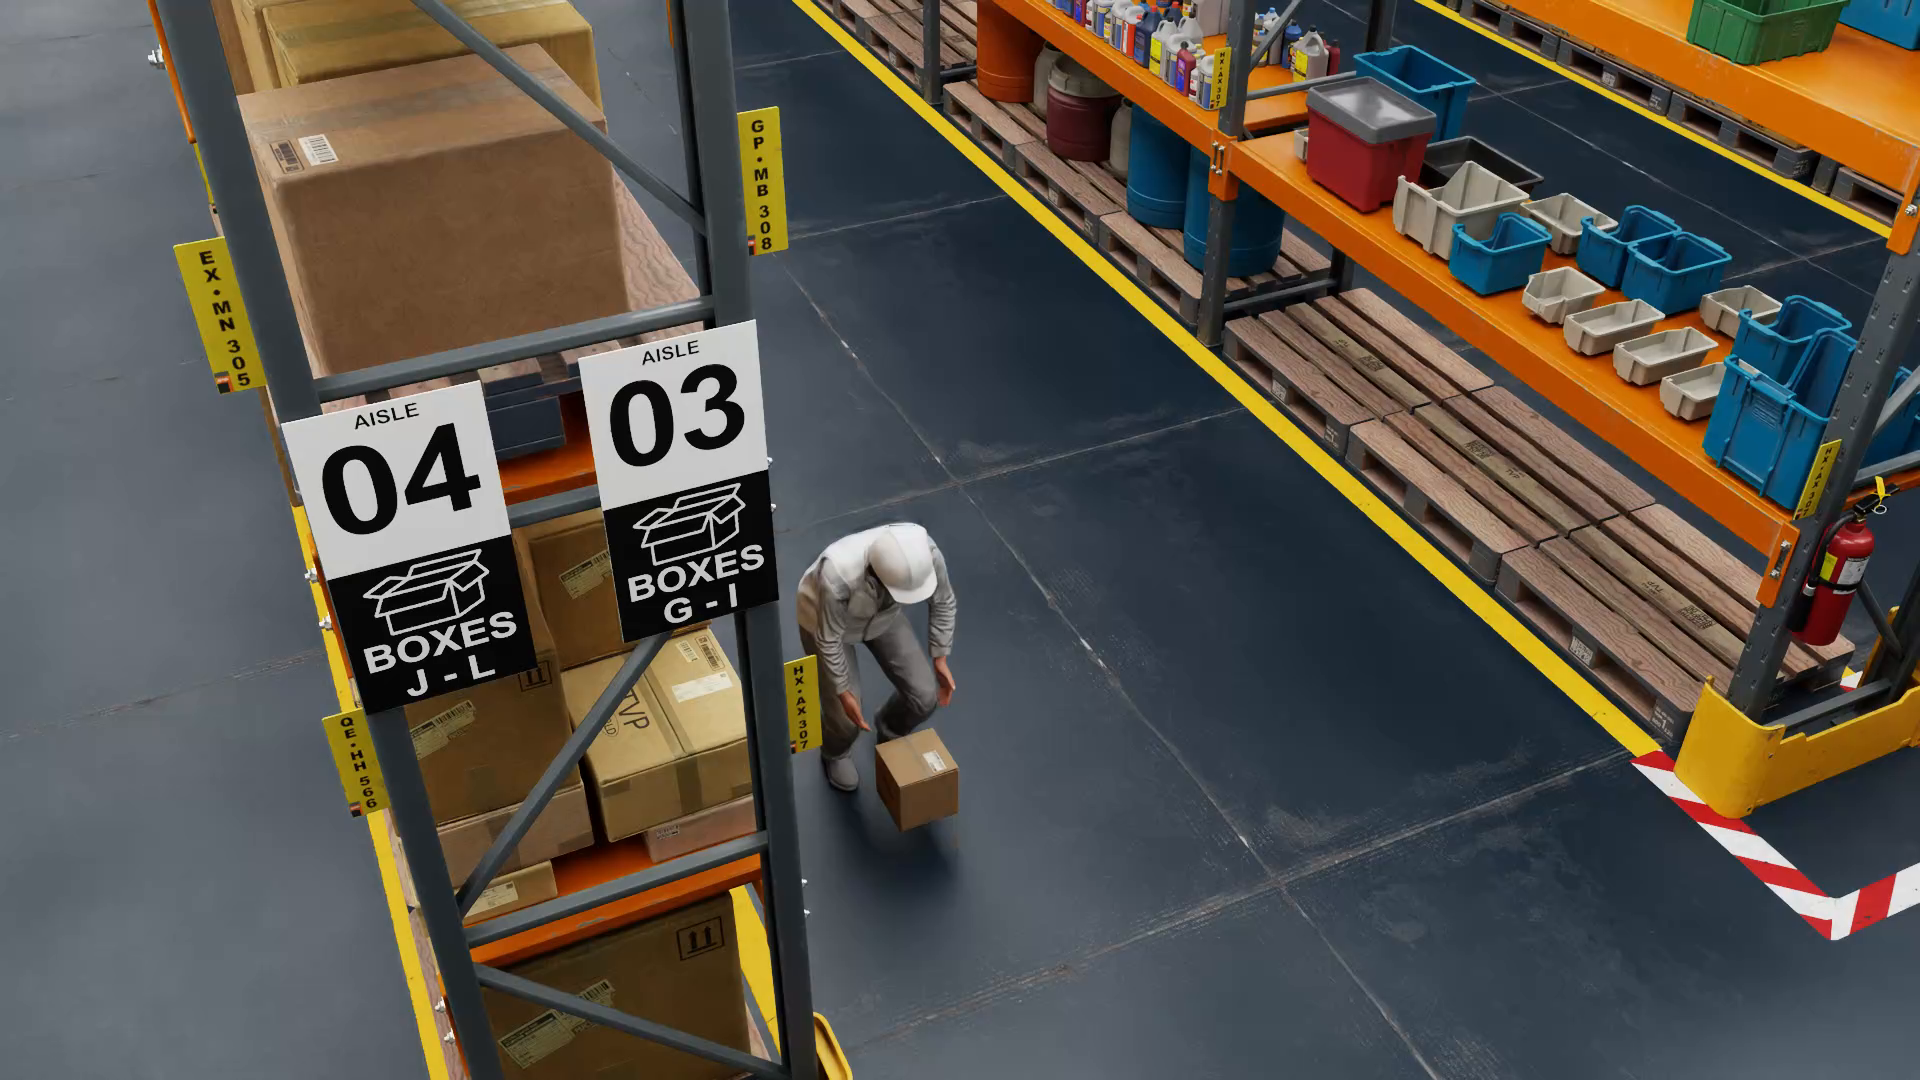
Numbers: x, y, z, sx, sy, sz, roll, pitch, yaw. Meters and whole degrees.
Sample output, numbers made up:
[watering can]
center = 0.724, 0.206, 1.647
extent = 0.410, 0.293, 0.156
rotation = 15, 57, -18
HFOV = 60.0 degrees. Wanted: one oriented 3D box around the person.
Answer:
[person]
center = -0.323, 0.398, 6.603
extent = 0.592, 1.422, 0.768
rotation = -16, 40, -20
